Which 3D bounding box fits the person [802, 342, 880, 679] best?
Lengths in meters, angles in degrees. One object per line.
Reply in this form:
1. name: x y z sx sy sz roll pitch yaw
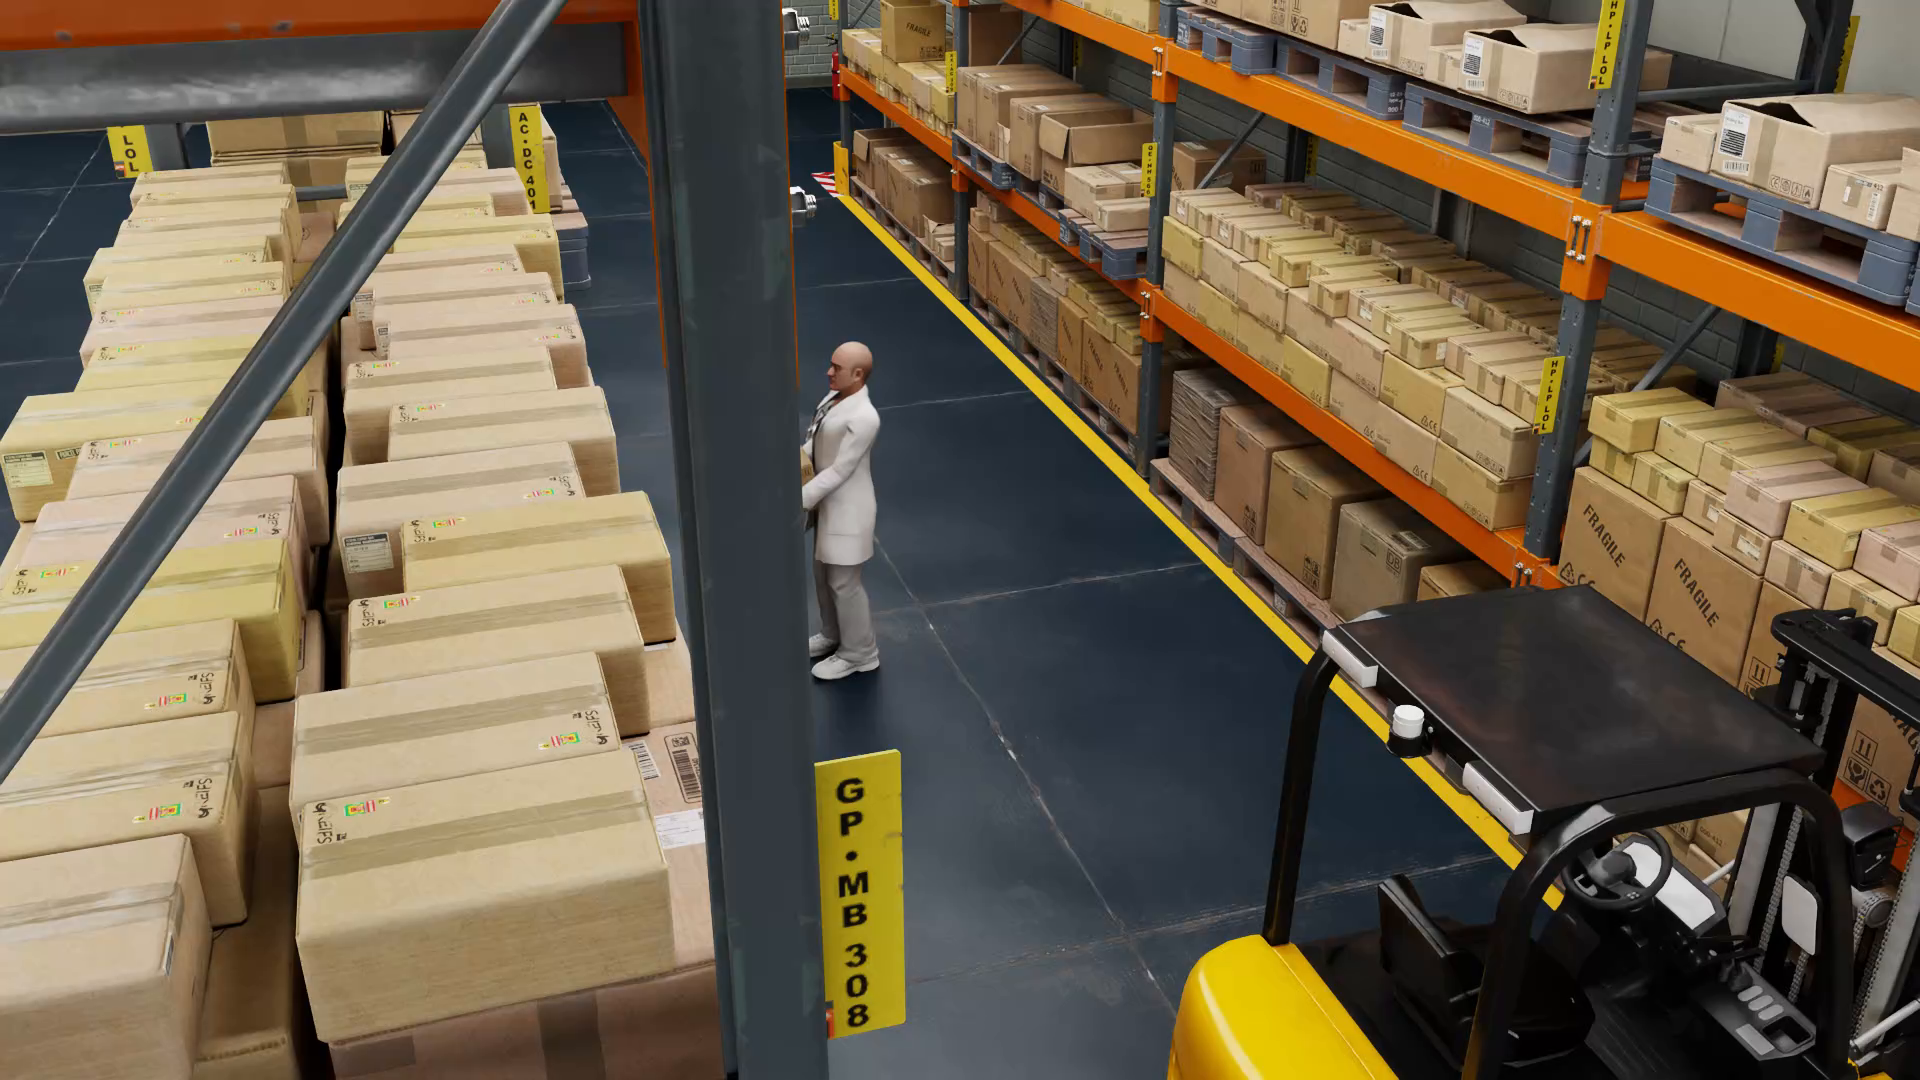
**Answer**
1. person: -0.693 -0.146 8.437 0.561 1.772 0.529 -8 27 -15
